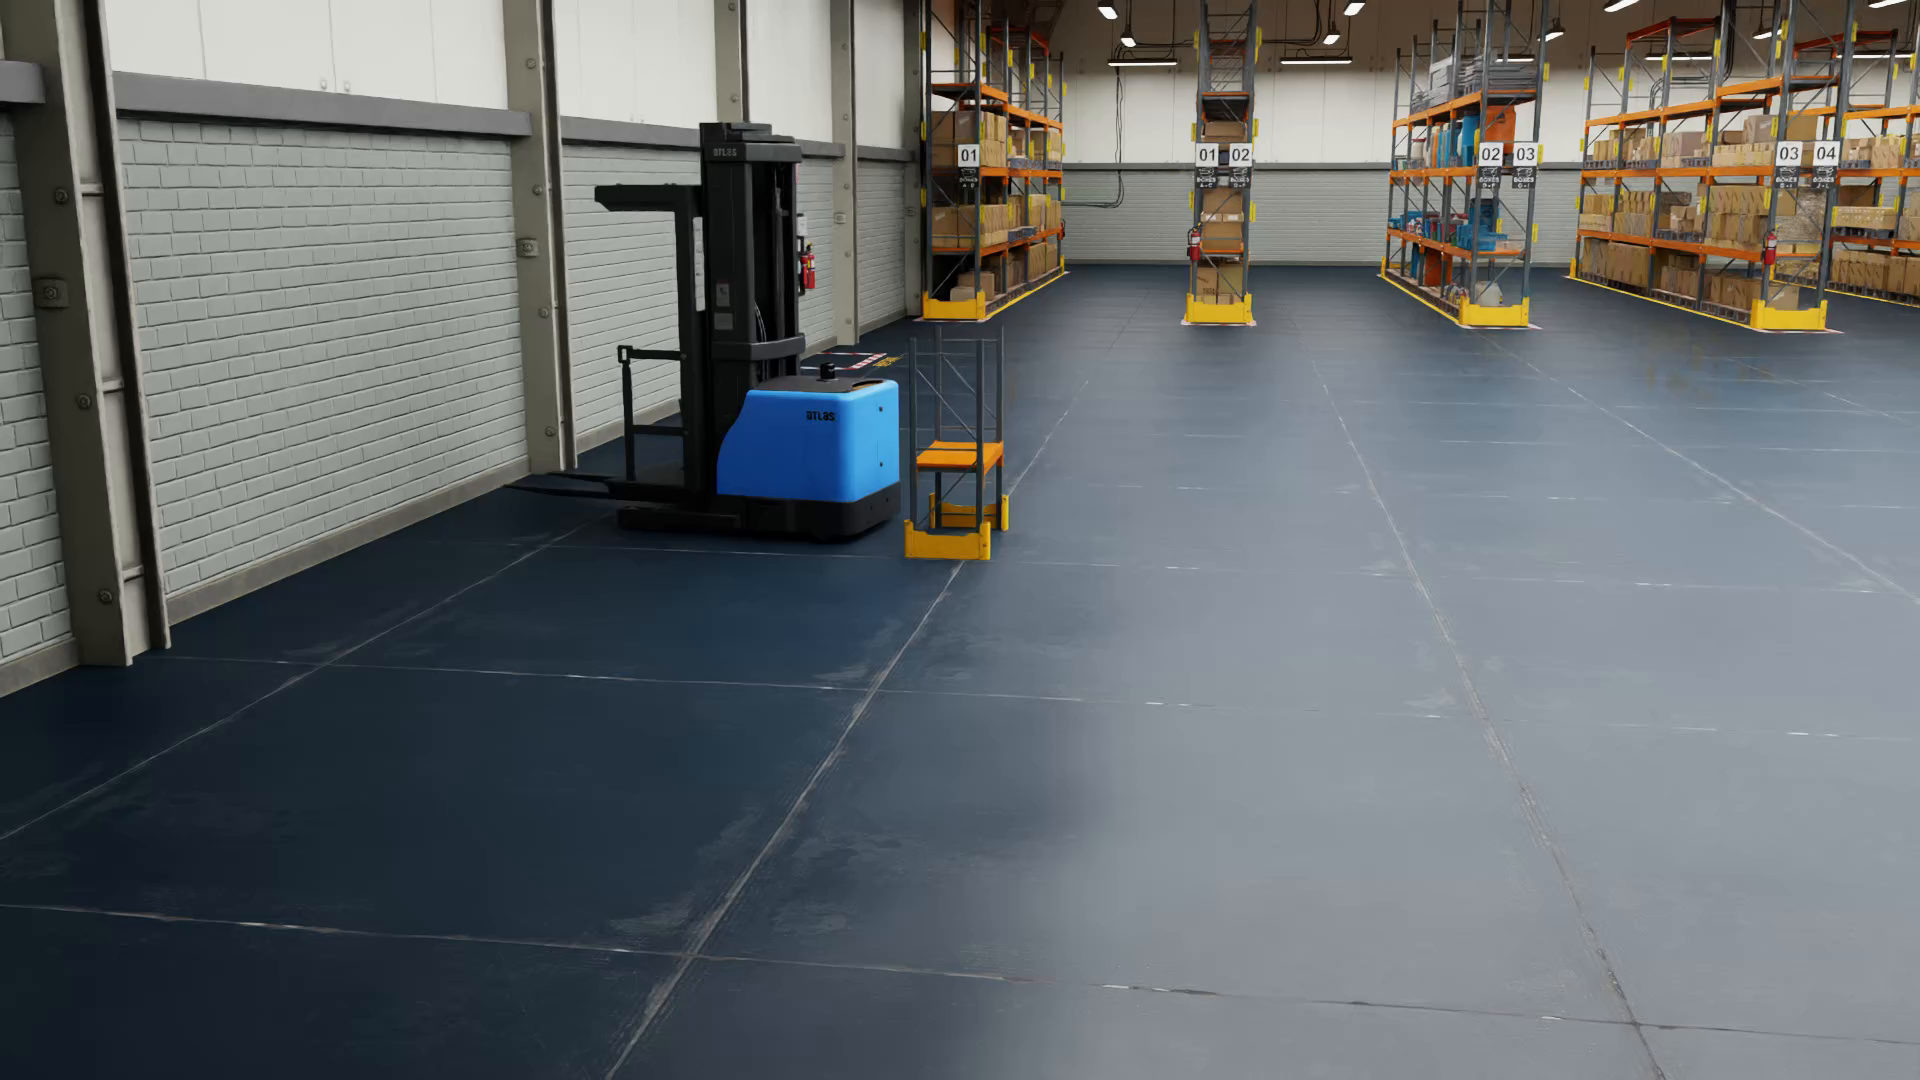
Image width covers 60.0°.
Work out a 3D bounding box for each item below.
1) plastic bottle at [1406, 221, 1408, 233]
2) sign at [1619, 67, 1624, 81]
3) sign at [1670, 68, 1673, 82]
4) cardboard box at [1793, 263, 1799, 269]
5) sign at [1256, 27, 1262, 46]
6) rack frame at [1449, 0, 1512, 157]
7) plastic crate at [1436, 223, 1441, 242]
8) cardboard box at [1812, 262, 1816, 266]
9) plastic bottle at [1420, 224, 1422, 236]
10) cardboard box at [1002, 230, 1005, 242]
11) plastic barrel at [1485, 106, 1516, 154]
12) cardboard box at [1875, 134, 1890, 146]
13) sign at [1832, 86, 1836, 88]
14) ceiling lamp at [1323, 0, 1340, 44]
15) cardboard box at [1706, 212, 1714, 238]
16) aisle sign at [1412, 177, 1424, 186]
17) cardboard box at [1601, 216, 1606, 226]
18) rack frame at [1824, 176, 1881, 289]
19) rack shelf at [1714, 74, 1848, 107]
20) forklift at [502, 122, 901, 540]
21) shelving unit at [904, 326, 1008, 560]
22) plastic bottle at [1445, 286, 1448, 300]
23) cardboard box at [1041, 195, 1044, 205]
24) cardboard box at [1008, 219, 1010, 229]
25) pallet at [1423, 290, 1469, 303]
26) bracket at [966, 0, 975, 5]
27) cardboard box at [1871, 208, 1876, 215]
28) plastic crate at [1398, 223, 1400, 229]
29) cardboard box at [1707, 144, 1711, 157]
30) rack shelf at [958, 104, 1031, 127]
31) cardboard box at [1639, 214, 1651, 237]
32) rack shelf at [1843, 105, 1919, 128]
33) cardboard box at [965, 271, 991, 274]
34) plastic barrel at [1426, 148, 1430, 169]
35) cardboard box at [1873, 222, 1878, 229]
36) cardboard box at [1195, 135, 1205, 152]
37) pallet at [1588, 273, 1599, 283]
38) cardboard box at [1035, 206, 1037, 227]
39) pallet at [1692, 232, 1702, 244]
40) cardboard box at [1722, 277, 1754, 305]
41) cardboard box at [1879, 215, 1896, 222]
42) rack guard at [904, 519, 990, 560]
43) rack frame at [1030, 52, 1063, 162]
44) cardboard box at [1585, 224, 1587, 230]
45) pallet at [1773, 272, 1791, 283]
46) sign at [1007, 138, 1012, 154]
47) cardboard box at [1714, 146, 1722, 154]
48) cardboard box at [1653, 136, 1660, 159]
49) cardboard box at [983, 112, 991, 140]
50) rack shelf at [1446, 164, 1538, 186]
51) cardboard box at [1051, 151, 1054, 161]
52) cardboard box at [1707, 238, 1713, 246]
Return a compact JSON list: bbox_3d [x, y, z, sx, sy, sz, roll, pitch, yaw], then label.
[{"bbox_3d":[11.031,-7.718,40.964,0.061,0.283,0.133,2,12,9],"label":"plastic bottle"},{"bbox_3d":[15.858,-11.167,39.857,0.100,0.325,0.005,2,12,9],"label":"sign"},{"bbox_3d":[16.940,-11.090,39.689,0.100,0.325,0.005,2,12,9],"label":"sign"},{"bbox_3d":[21.427,-6.967,42.267,0.380,0.149,0.250,1,12,6],"label":"cardboard box"},{"bbox_3d":[5.317,-8.948,29.563,0.100,0.325,0.005,2,12,9],"label":"sign"},{"bbox_3d":[10.278,-9.105,32.883,1.000,3.000,0.127,2,12,9],"label":"rack frame"},{"bbox_3d":[10.140,-6.404,34.629,0.392,0.384,0.575,2,12,9],"label":"plastic crate"},{"bbox_3d":[21.117,-6.787,40.725,0.380,0.149,0.250,2,12,8],"label":"cardboard box"},{"bbox_3d":[10.569,-7.094,38.068,0.061,0.283,0.133,2,12,9],"label":"plastic bottle"},{"bbox_3d":[0.631,-6.218,34.035,0.500,0.250,0.500,2,12,9],"label":"cardboard box"},{"bbox_3d":[9.612,-7.327,29.734,0.600,0.830,0.708,2,12,9],"label":"plastic barrel"},{"bbox_3d":[20.656,-8.913,37.058,0.396,0.266,0.258,2,12,9],"label":"cardboard box"},{"bbox_3d":[22.448,-11.773,42.668,0.100,0.325,0.005,2,12,9],"label":"sign"},{"bbox_3d":[9.156,-13.523,39.527,0.800,3.185,2.000,2,12,9],"label":"ceiling lamp"},{"bbox_3d":[15.042,-6.115,32.303,0.875,0.500,0.500,2,12,9],"label":"cardboard box"},{"bbox_3d":[12.424,-9.947,44.857,0.394,0.787,0.004,2,12,9],"label":"aisle sign"},{"bbox_3d":[16.288,-7.958,41.448,0.500,0.250,0.500,2,12,10],"label":"cardboard box"},{"bbox_3d":[21.288,-7.496,39.654,1.000,3.000,0.127,2,12,9],"label":"rack frame"},{"bbox_3d":[14.865,-8.175,30.282,1.077,0.370,4.000,2,12,9],"label":"rack shelf"},{"bbox_3d":[-2.019,-1.597,12.445,3.031,2.935,1.130,4,13,19],"label":"forklift"},{"bbox_3d":[-0.012,-0.717,11.762,0.587,1.500,1.083,2,12,9],"label":"shelving unit"},{"bbox_3d":[9.773,-4.936,33.197,0.152,0.276,0.135,2,12,11],"label":"plastic bottle"},{"bbox_3d":[1.812,-8.518,41.626,0.500,0.250,0.500,2,12,10],"label":"cardboard box"},{"bbox_3d":[0.694,-6.978,35.972,0.700,0.500,0.500,3,13,14],"label":"cardboard box"},{"bbox_3d":[10.546,-5.229,35.755,1.003,0.211,1.213,2,12,9],"label":"pallet"},{"bbox_3d":[-0.062,-11.138,33.772,0.076,0.066,4.783,2,12,9],"label":"bracket"},{"bbox_3d":[20.376,-7.260,36.747,0.380,0.149,0.250,2,12,10],"label":"cardboard box"},{"bbox_3d":[11.479,-8.110,42.991,0.293,0.136,0.466,2,12,9],"label":"plastic crate"},{"bbox_3d":[15.218,-7.817,33.347,0.396,0.266,0.258,2,12,11],"label":"cardboard box"},{"bbox_3d":[0.797,-9.295,36.422,1.077,0.370,4.000,2,12,9],"label":"rack shelf"},{"bbox_3d":[15.701,-7.108,37.618,0.500,0.500,0.500,2,12,8],"label":"cardboard box"},{"bbox_3d":[20.980,-9.465,37.208,1.077,0.370,4.000,2,12,9],"label":"rack shelf"},{"bbox_3d":[0.369,-5.269,34.213,0.500,0.500,0.500,1,12,4],"label":"cardboard box"},{"bbox_3d":[10.543,-8.471,36.797,0.421,0.512,0.421,0,12,0],"label":"plastic barrel"},{"bbox_3d":[20.334,-6.915,36.558,0.380,0.149,0.250,2,12,8],"label":"cardboard box"},{"bbox_3d":[4.771,-7.562,31.723,0.500,0.311,0.500,3,13,15],"label":"cardboard box"},{"bbox_3d":[16.782,-6.725,42.696,1.003,0.211,1.213,2,12,9],"label":"pallet"},{"bbox_3d":[1.599,-7.835,40.238,0.500,0.500,0.500,2,12,8],"label":"cardboard box"},{"bbox_3d":[15.433,-6.073,33.507,1.003,0.211,1.213,2,12,9],"label":"pallet"},{"bbox_3d":[14.990,-4.794,32.054,0.500,0.500,0.500,6,14,27],"label":"cardboard box"},{"bbox_3d":[20.299,-7.008,36.287,0.380,0.149,0.250,2,12,10],"label":"cardboard box"},{"bbox_3d":[-0.088,-0.003,11.412,0.587,0.250,0.087,2,12,9],"label":"rack guard"},{"bbox_3d":[2.334,-11.924,45.963,1.000,3.000,0.127,2,12,9],"label":"rack frame"},{"bbox_3d":[16.521,-8.163,43.347,0.380,0.149,0.250,2,12,8],"label":"cardboard box"},{"bbox_3d":[21.732,-6.781,42.959,1.003,0.211,1.213,2,12,9],"label":"pallet"},{"bbox_3d":[1.026,-8.197,34.559,0.100,0.325,0.005,2,12,9],"label":"sign"},{"bbox_3d":[14.818,-7.542,32.160,0.380,0.149,0.250,2,12,7],"label":"cardboard box"},{"bbox_3d":[15.810,-8.696,36.863,0.797,0.503,0.637,3,12,12],"label":"cardboard box"},{"bbox_3d":[0.300,-7.850,31.519,0.500,0.500,0.500,2,12,8],"label":"cardboard box"},{"bbox_3d":[9.970,-6.871,31.343,1.077,0.370,4.000,2,12,9],"label":"rack shelf"},{"bbox_3d":[2.179,-10.047,43.494,0.500,0.250,0.500,2,12,7],"label":"cardboard box"},{"bbox_3d":[14.791,-5.803,32.394,0.380,0.149,0.250,2,12,9],"label":"cardboard box"}]
